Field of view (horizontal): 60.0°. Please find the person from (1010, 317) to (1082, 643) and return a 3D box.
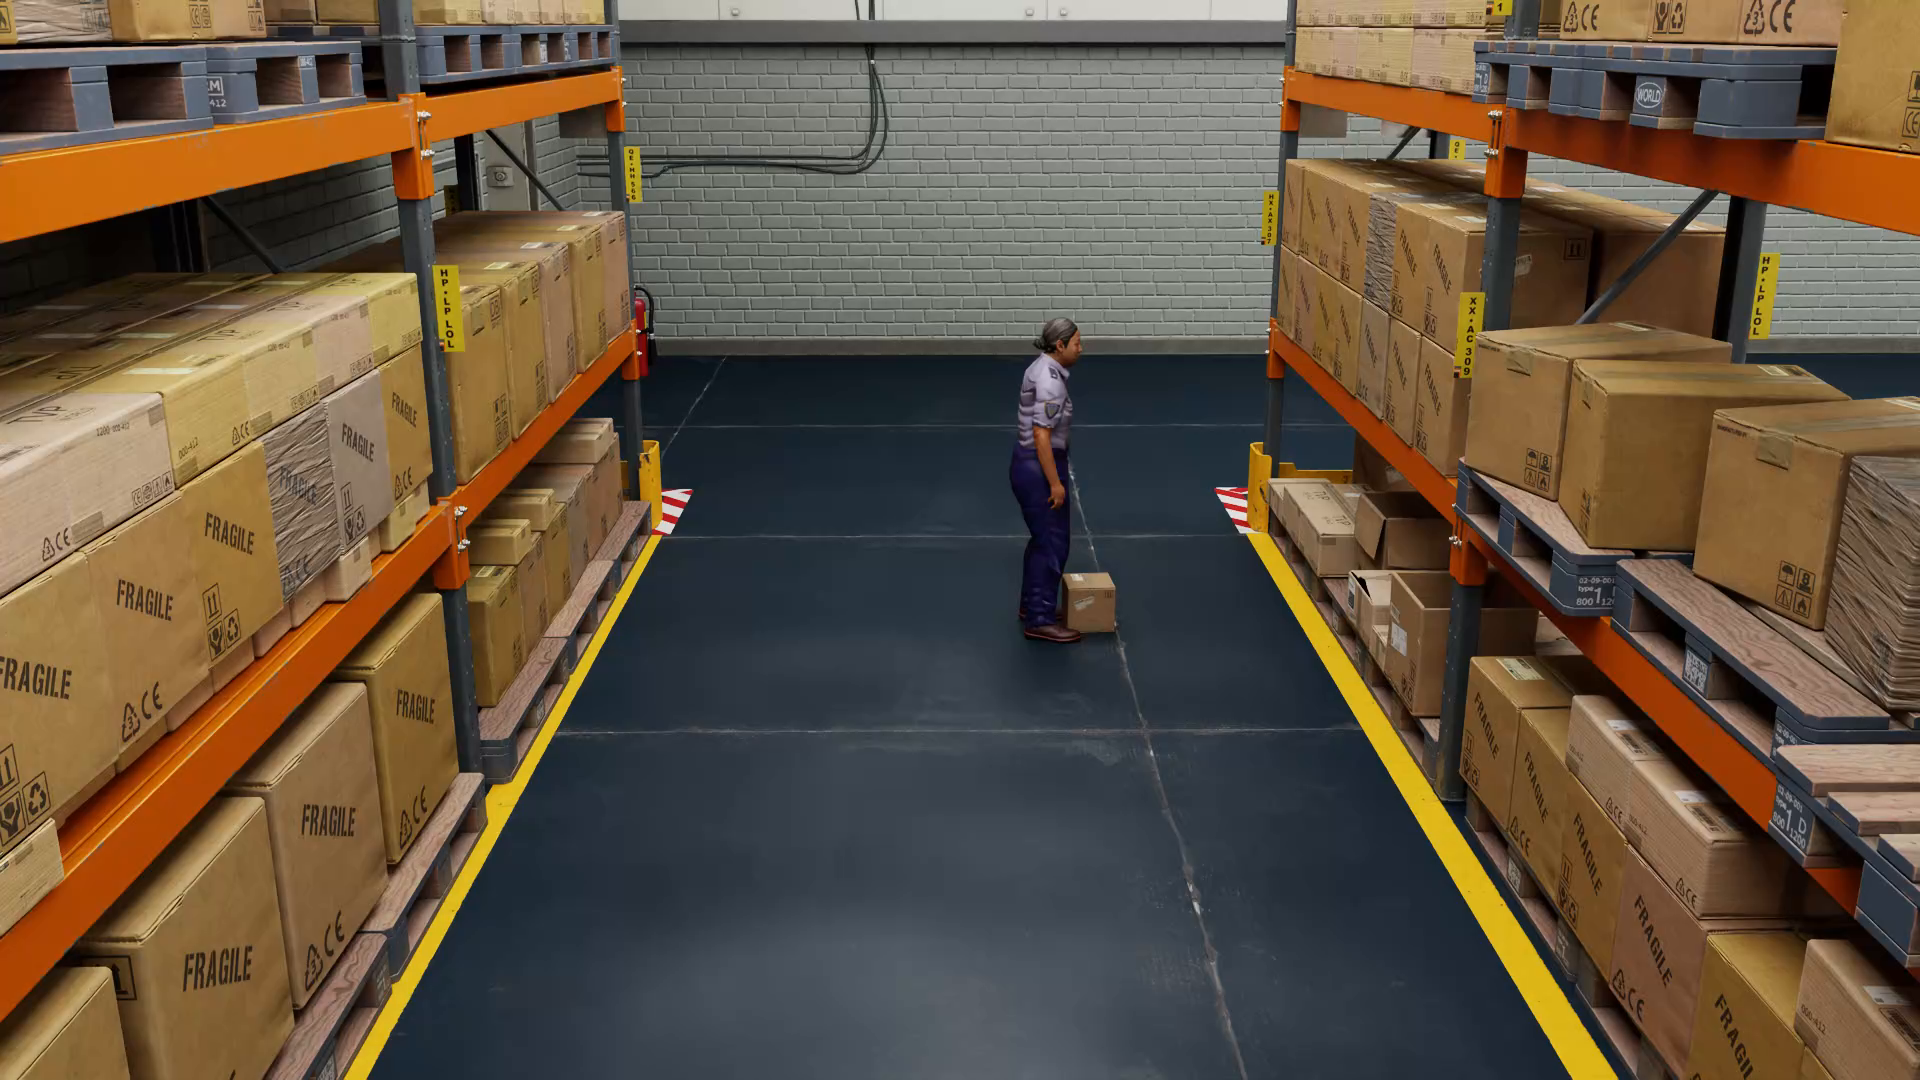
[{"bbox_3d":[0.445,-0.330,8.620,0.368,1.652,0.541,0,17,-1],"label":"person"}]
